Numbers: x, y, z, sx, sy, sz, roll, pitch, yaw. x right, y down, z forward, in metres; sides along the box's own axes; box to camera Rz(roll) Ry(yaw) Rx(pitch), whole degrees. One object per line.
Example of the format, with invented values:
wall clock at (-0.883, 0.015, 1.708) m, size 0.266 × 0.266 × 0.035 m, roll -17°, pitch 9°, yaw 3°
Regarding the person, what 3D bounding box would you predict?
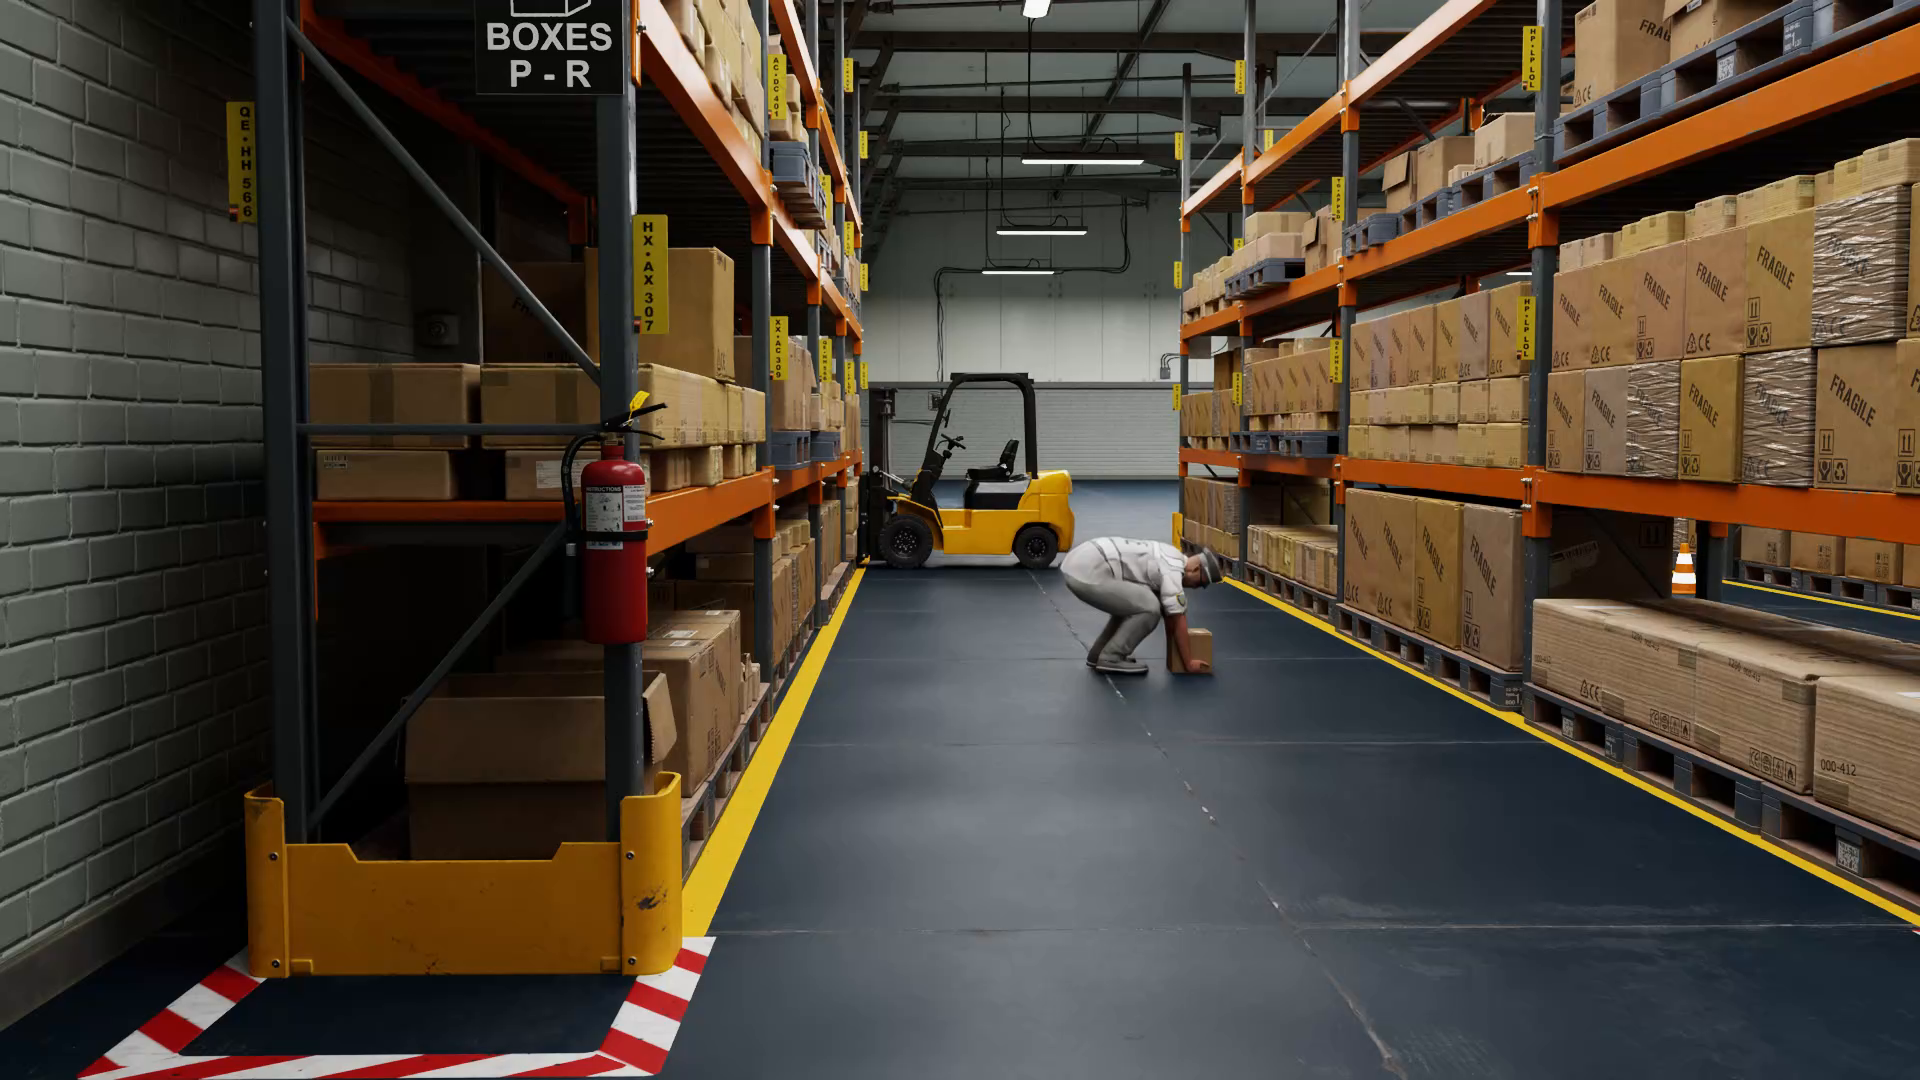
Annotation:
person at (1.148, 0.412, 10.486) m, size 1.032 × 0.865 × 0.530 m, roll 0°, pitch 4°, yaw -3°
